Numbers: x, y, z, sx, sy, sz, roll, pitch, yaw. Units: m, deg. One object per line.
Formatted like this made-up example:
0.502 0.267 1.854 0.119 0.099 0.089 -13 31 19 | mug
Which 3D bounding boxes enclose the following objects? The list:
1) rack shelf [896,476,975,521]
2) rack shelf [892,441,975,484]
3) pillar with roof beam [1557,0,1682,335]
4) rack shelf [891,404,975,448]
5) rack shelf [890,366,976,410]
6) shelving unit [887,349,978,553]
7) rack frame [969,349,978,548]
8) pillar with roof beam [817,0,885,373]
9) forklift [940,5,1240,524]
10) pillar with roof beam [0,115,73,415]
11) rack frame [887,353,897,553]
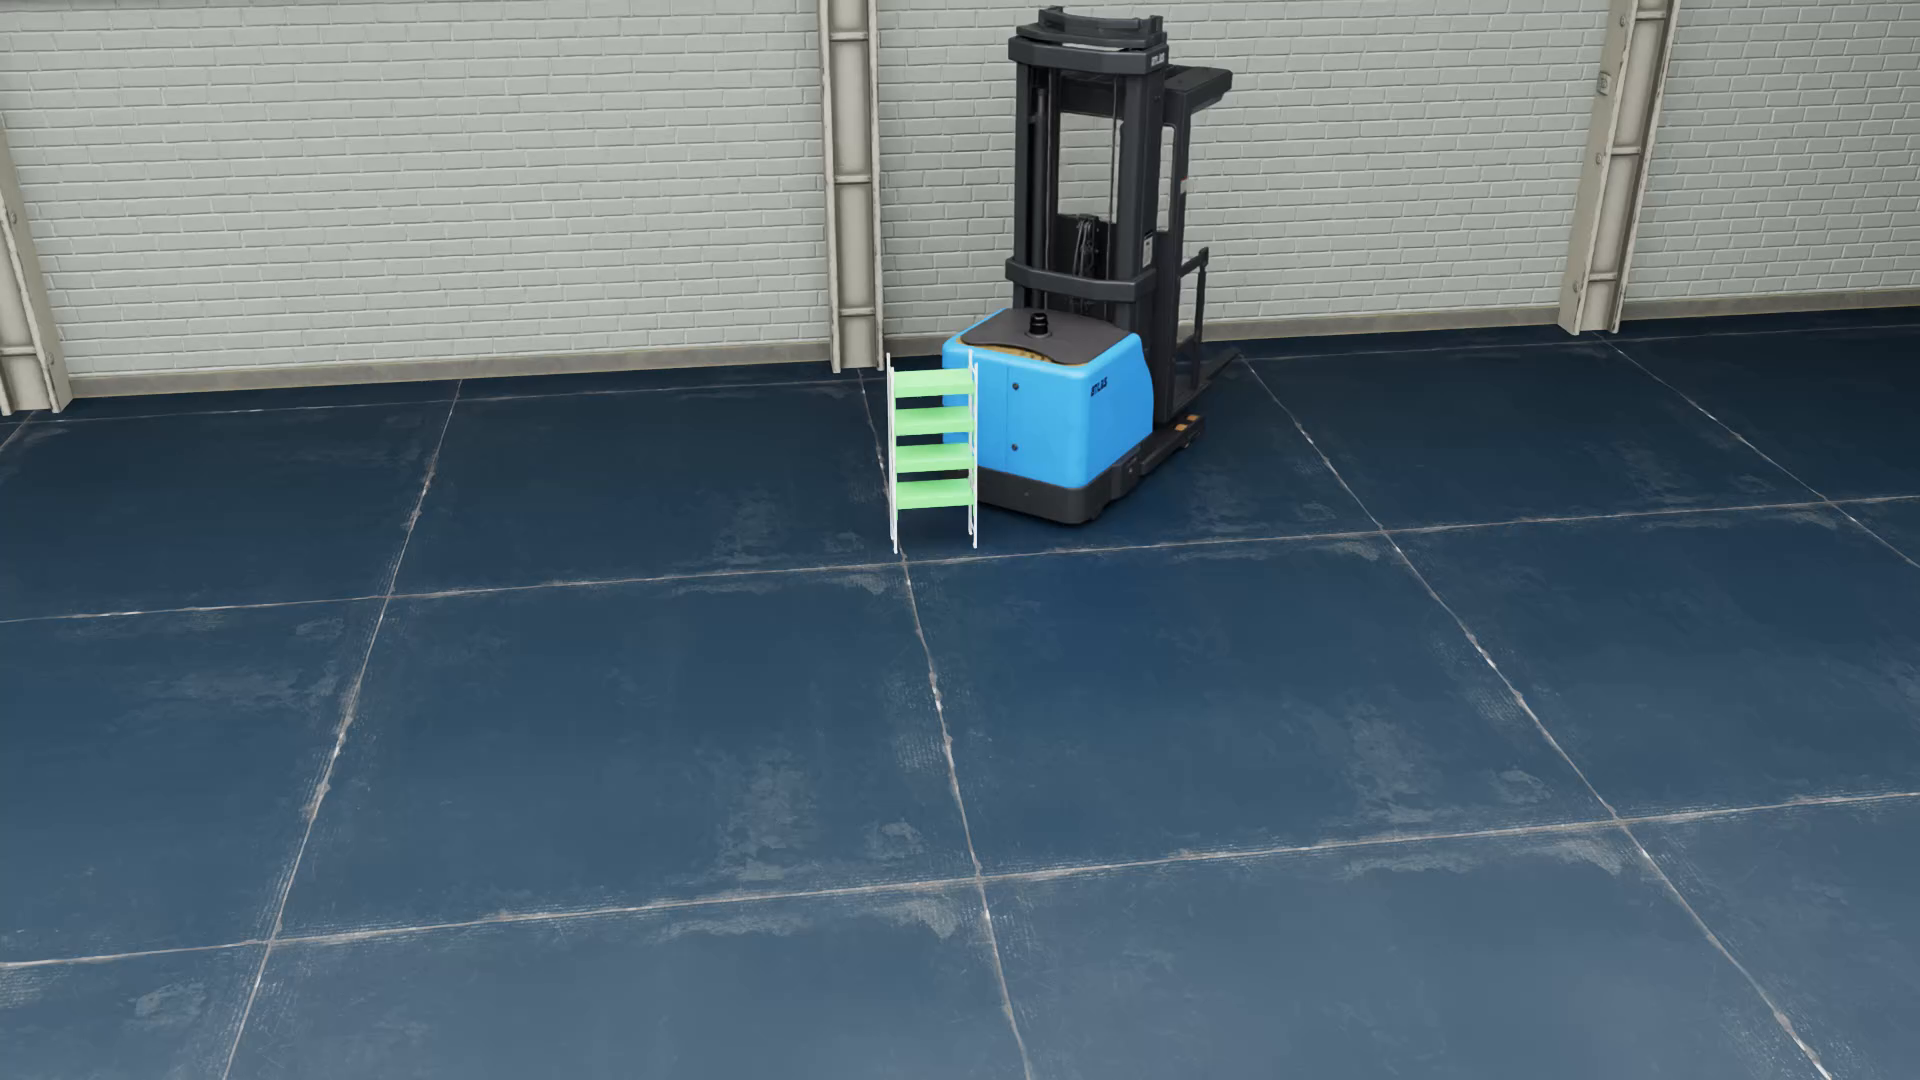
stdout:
-0.164 -0.253 10.094 0.480 0.148 0.258 -4 27 -7 | rack shelf
-0.164 -0.466 9.985 0.480 0.148 0.258 -4 27 -7 | rack shelf
5.745 -3.802 7.802 0.400 9.000 9.100 -4 27 -7 | pillar with roof beam
-0.164 -0.680 9.875 0.480 0.148 0.258 -4 27 -7 | rack shelf
-0.164 -0.894 9.766 0.480 0.148 0.258 -4 27 -7 | rack shelf
-0.164 -0.523 9.956 0.503 1.200 0.258 -4 27 -7 | shelving unit
0.078 -0.539 9.986 0.015 1.200 0.240 -4 27 -7 | rack frame
-0.197 -3.420 7.059 0.400 9.000 9.100 -4 27 -7 | pillar with roof beam
1.059 -2.037 11.009 1.130 2.935 3.031 15 31 27 | forklift
-6.138 -3.039 6.315 0.400 9.000 9.100 -4 27 -7 | pillar with roof beam
-0.406 -0.508 9.925 0.015 1.200 0.240 -4 27 -7 | rack frame
